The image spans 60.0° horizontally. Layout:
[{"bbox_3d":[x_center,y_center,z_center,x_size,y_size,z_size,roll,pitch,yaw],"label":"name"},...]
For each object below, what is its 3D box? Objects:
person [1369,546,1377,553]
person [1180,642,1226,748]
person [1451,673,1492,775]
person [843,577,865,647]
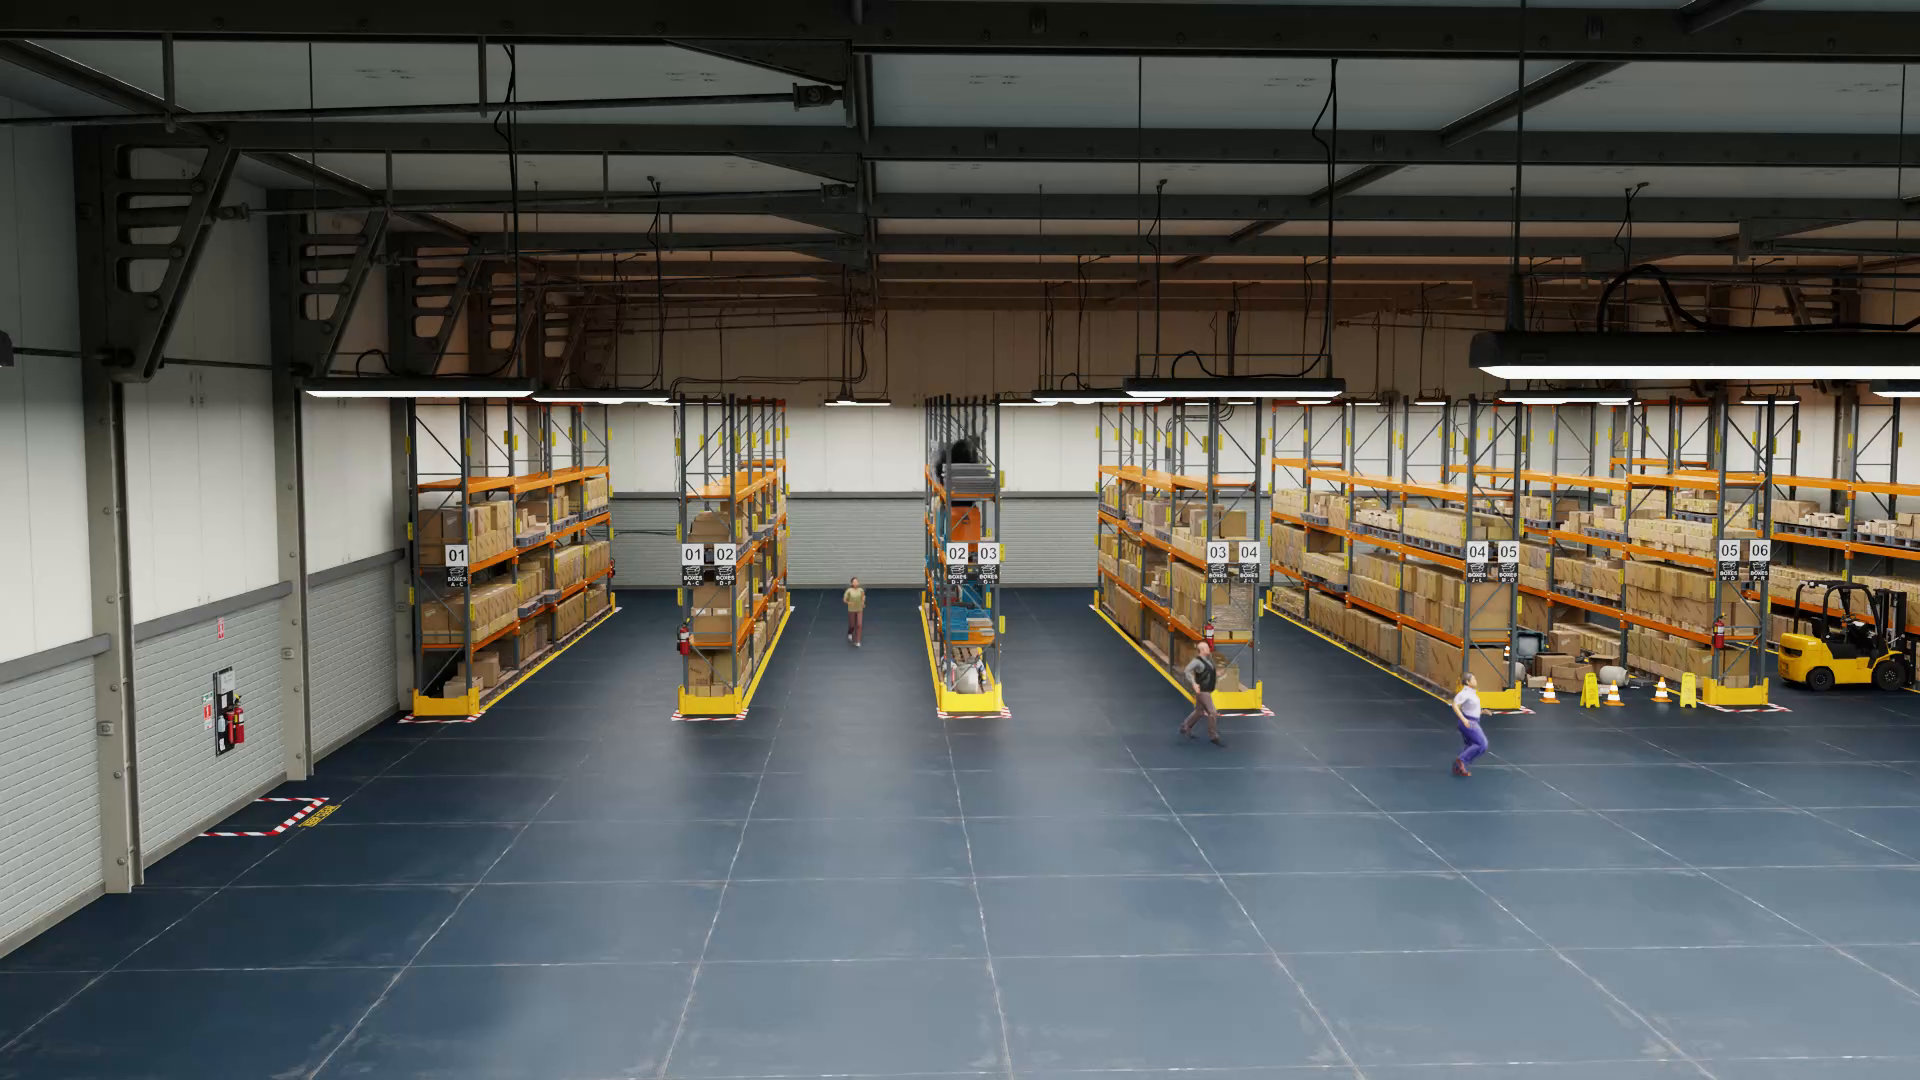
[{"bbox_3d":[12.220,1.008,49.370,0.561,1.662,0.584,0,5,1],"label":"person"},{"bbox_3d":[4.142,2.613,28.303,0.871,1.756,0.641,2,5,25],"label":"person"},{"bbox_3d":[7.963,2.872,25.853,0.570,1.609,0.592,2,5,22],"label":"person"},{"bbox_3d":[-2.529,1.721,40.115,0.578,1.652,0.903,-1,5,-17],"label":"person"}]
